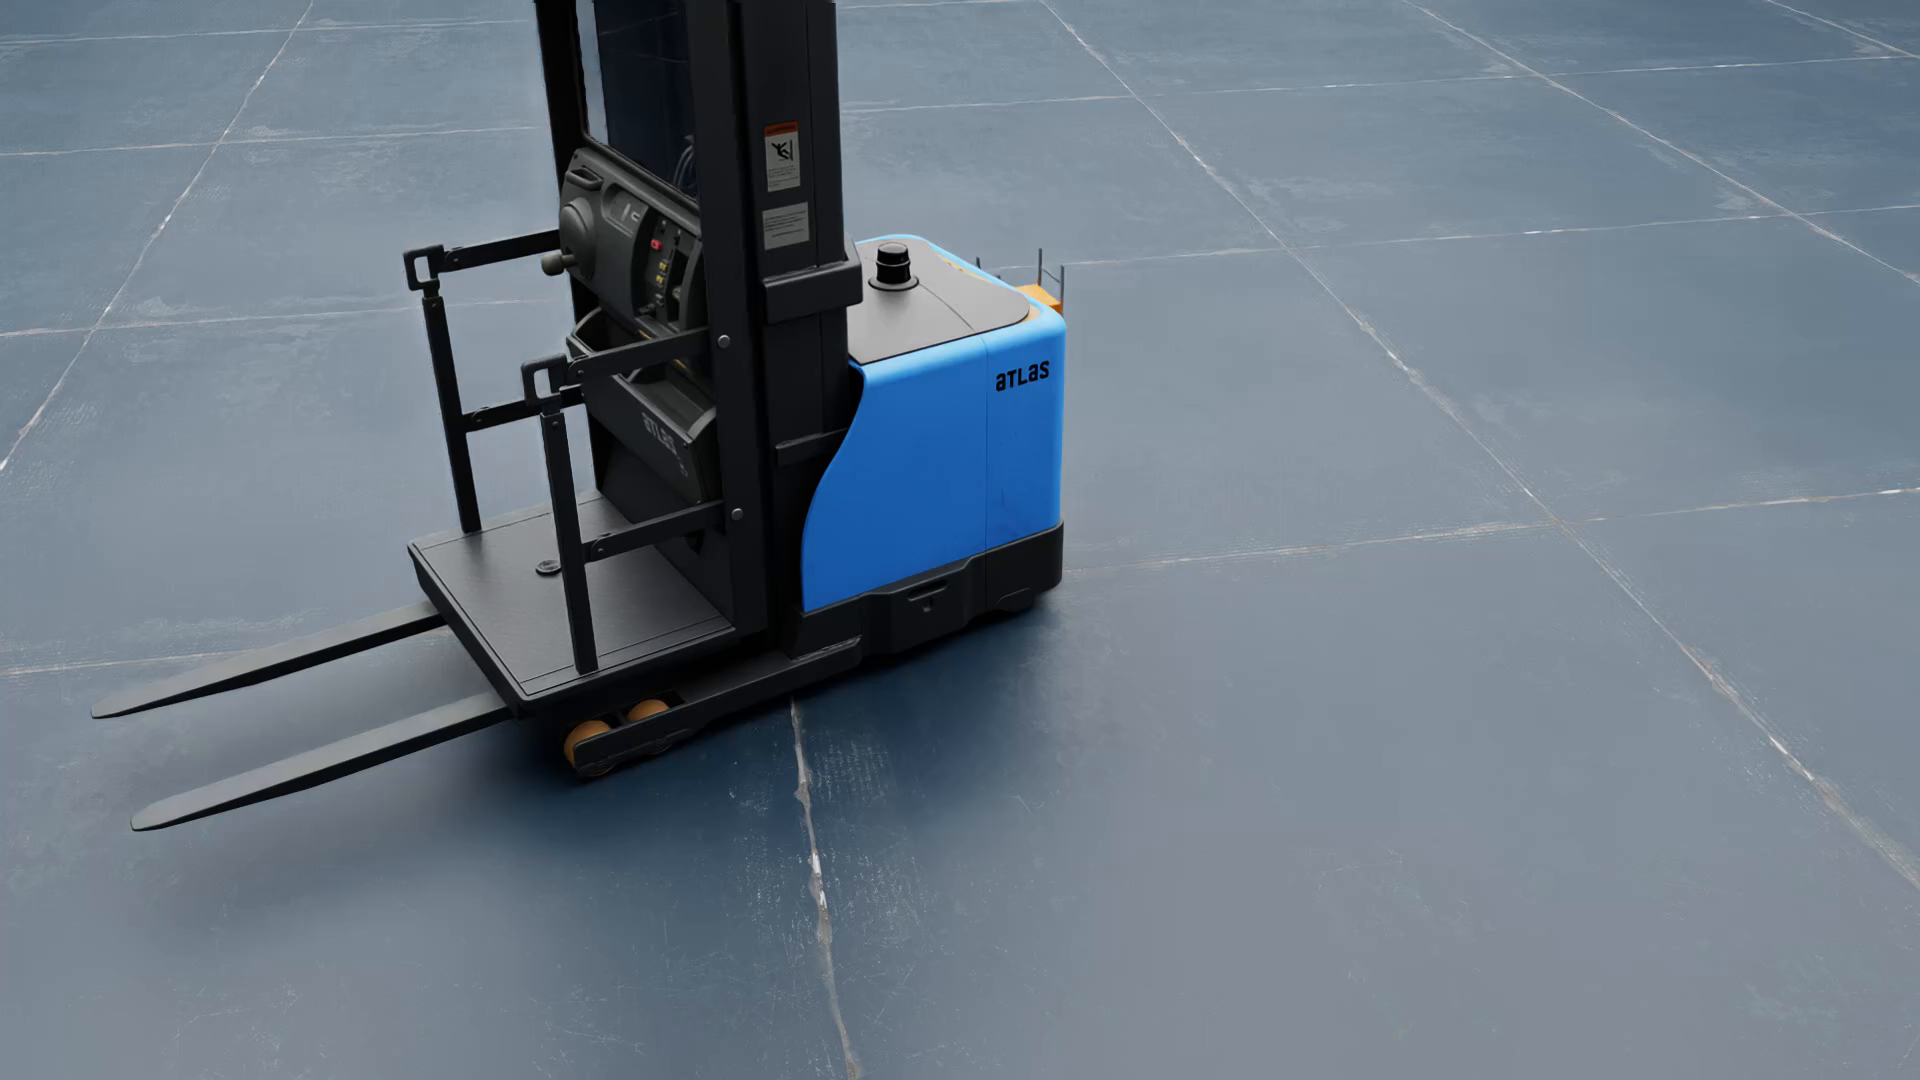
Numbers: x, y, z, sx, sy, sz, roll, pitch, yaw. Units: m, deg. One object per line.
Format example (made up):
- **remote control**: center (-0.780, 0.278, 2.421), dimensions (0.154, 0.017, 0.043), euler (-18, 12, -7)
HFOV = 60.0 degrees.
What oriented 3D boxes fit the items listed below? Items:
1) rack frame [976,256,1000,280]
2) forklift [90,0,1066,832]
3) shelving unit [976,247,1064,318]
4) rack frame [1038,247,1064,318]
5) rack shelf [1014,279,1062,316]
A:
- **rack frame**: center (0.098, -0.505, 6.072), dimensions (0.008, 1.050, 0.200), euler (-12, 32, -19)
- **forklift**: center (-1.150, -0.854, 4.810), dimensions (3.031, 2.935, 1.130), euler (-19, 35, -29)
- **shelving unit**: center (0.211, -0.528, 6.112), dimensions (0.252, 1.050, 0.215), euler (-12, 32, -19)
- **rack frame**: center (0.323, -0.552, 6.153), dimensions (0.008, 1.050, 0.200), euler (-12, 32, -19)
- **rack shelf**: center (0.211, -0.764, 5.974), dimensions (0.240, 0.259, 0.215), euler (-12, 32, -19)
